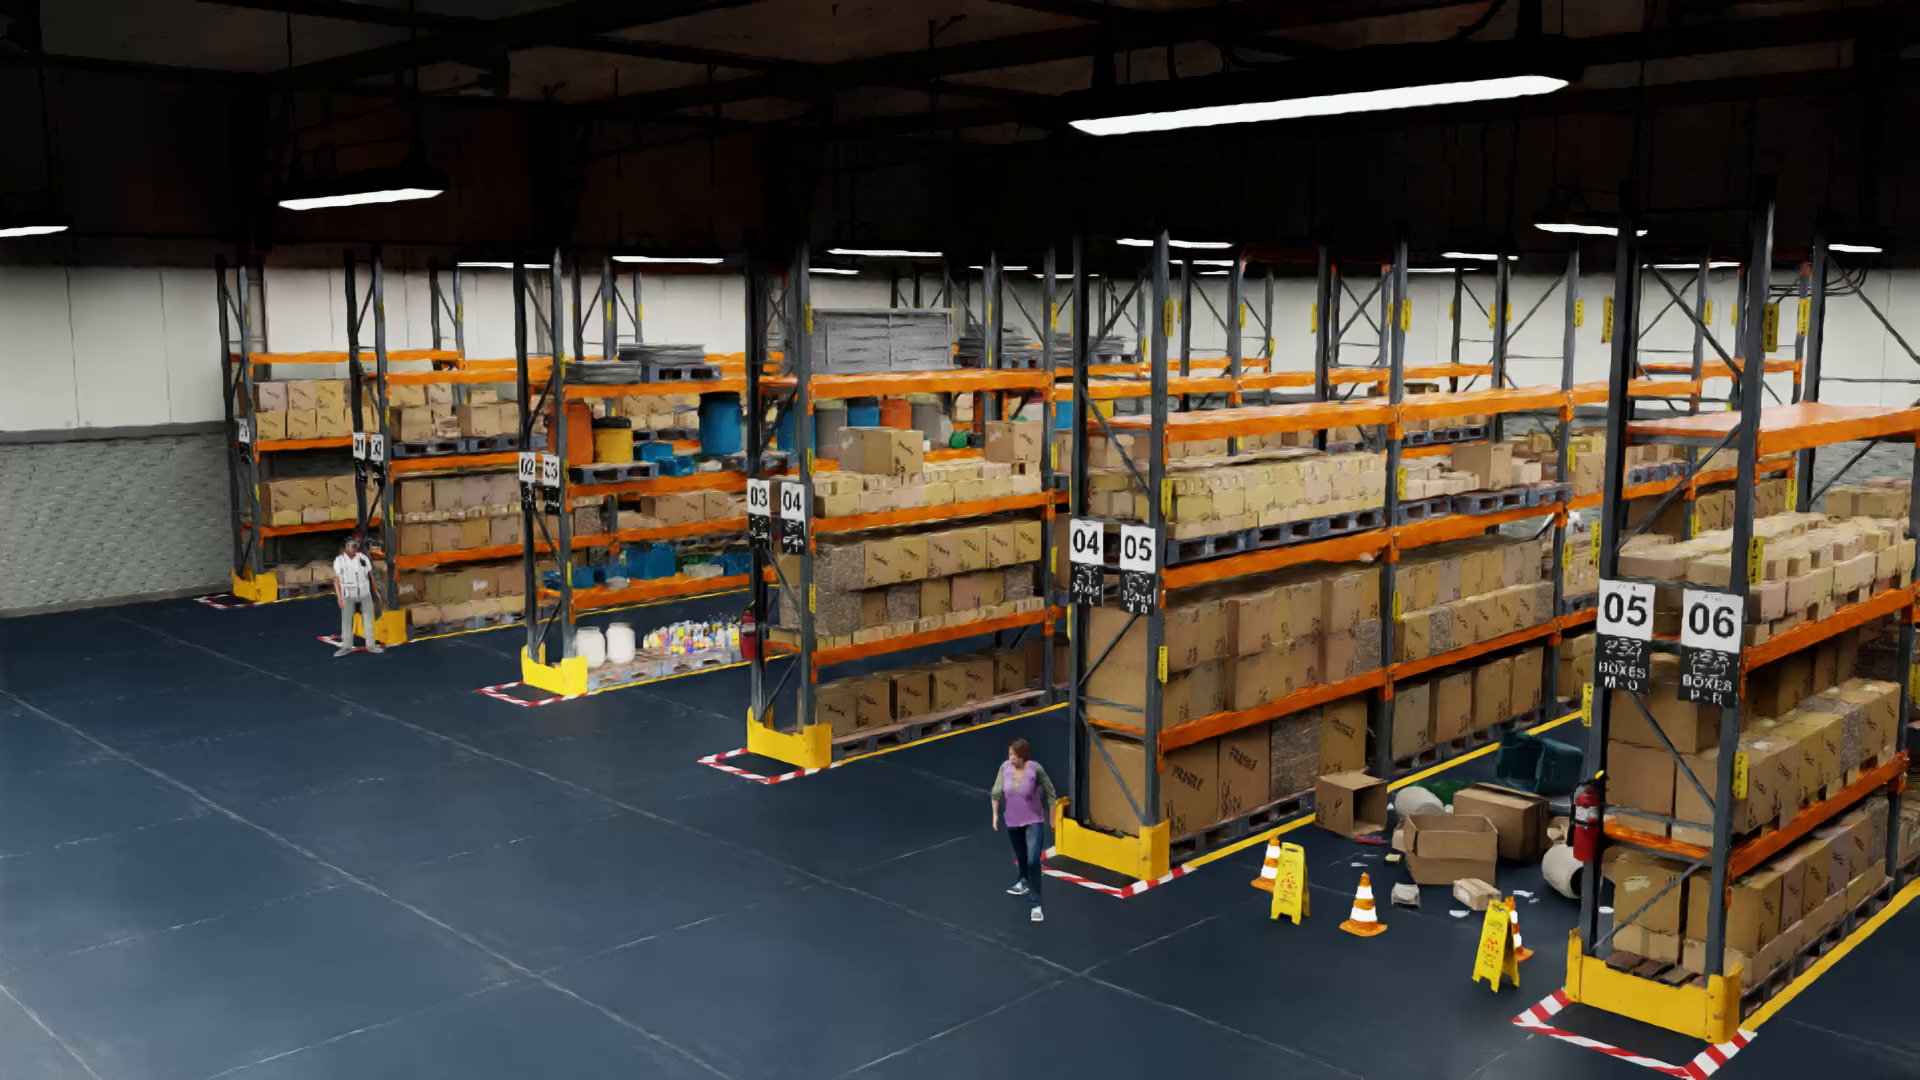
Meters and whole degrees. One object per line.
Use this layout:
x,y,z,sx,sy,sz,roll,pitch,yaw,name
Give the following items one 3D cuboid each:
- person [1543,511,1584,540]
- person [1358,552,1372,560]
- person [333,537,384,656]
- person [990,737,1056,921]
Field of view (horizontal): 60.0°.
10.902,0.067,30.055,0.694,1.705,0.840,4,9,27,person
5.682,1.011,23.319,1.194,1.698,0.598,-7,11,-42,person
-8.904,0.815,24.509,0.716,1.765,0.404,-5,10,-33,person
0.571,2.404,14.220,0.561,1.512,0.784,4,9,26,person
